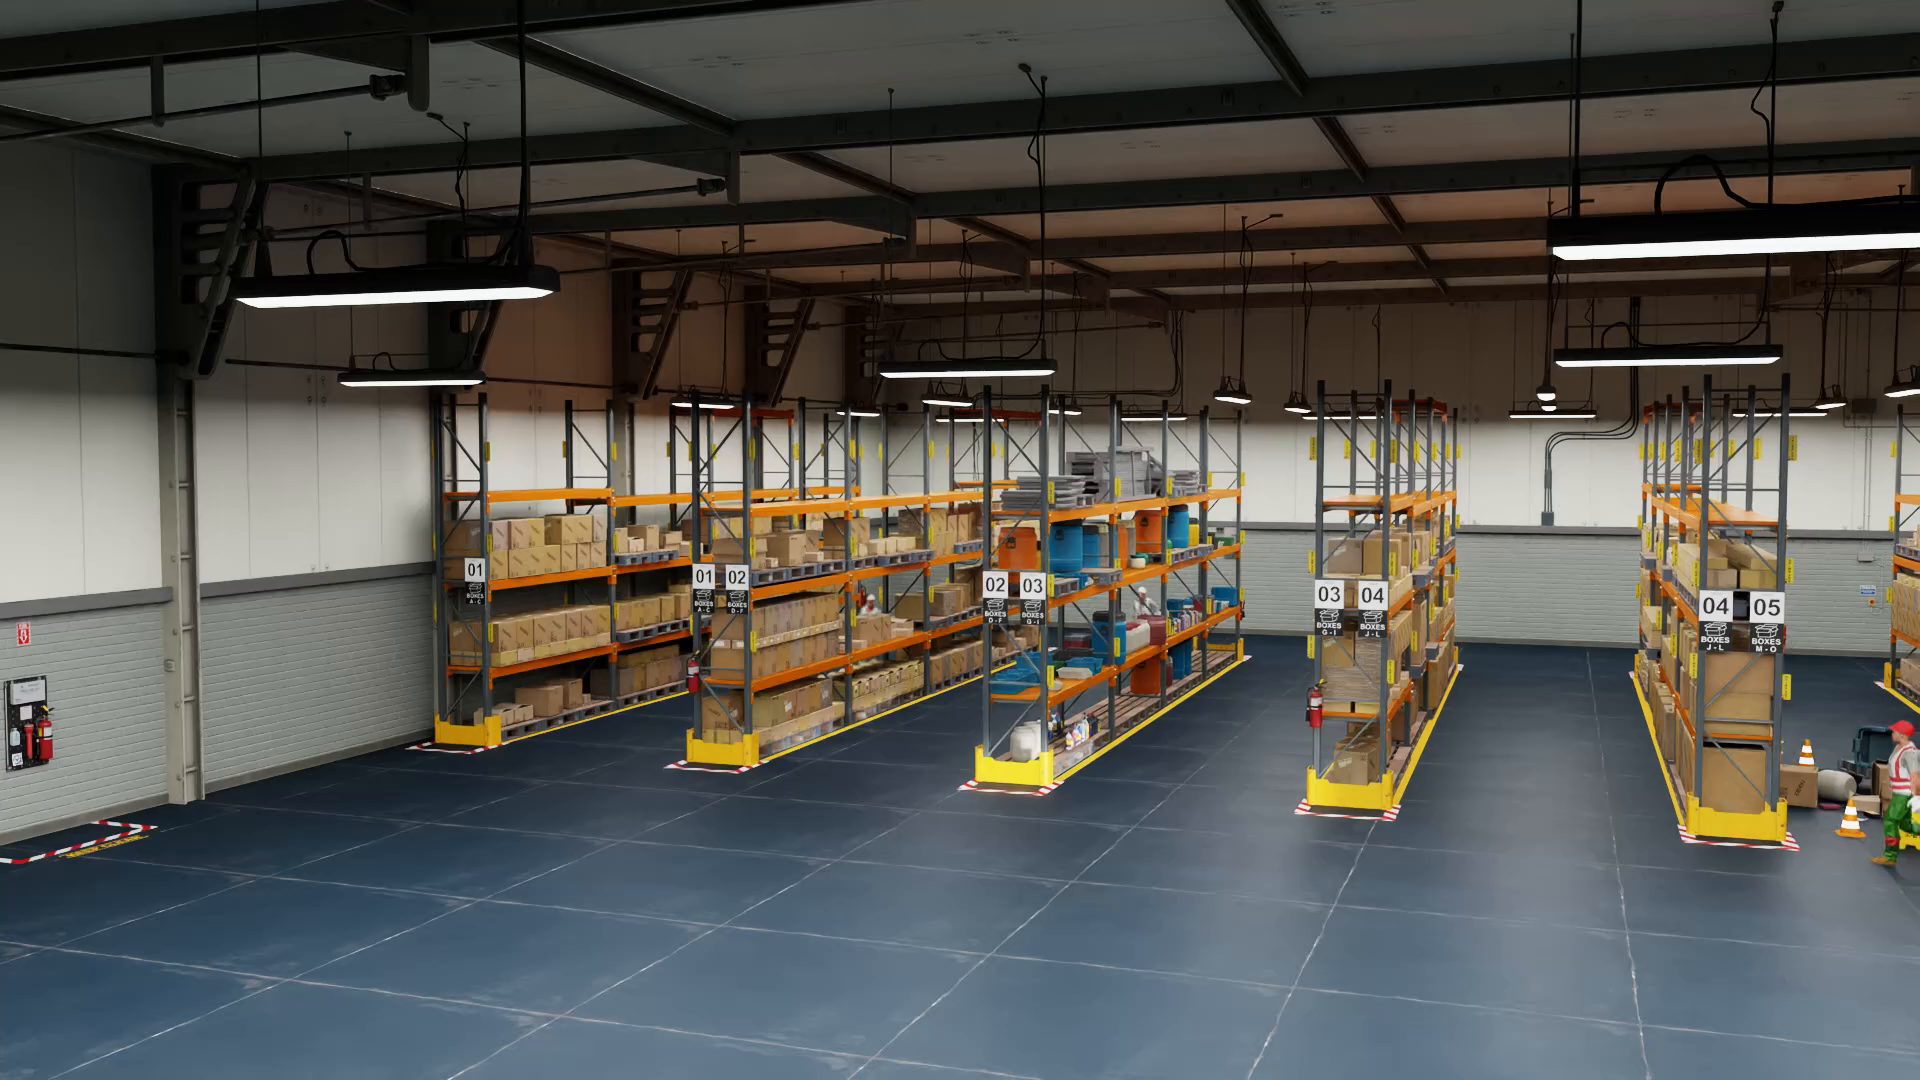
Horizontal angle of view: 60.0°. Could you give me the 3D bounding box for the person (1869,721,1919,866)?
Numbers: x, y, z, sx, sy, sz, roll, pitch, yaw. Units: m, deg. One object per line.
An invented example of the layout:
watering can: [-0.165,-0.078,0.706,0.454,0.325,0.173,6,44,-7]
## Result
person: [11.458,3.051,20.020,0.921,1.758,0.602,1,3,13]

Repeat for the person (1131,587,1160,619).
person: [4.446,1.934,39.921,0.667,1.630,0.706,2,4,32]

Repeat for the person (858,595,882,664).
person: [-2.022,2.011,36.437,0.577,1.603,0.738,0,3,7]

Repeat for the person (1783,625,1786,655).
person: [16.783,2.314,34.277,0.551,1.723,0.555,0,3,4]
